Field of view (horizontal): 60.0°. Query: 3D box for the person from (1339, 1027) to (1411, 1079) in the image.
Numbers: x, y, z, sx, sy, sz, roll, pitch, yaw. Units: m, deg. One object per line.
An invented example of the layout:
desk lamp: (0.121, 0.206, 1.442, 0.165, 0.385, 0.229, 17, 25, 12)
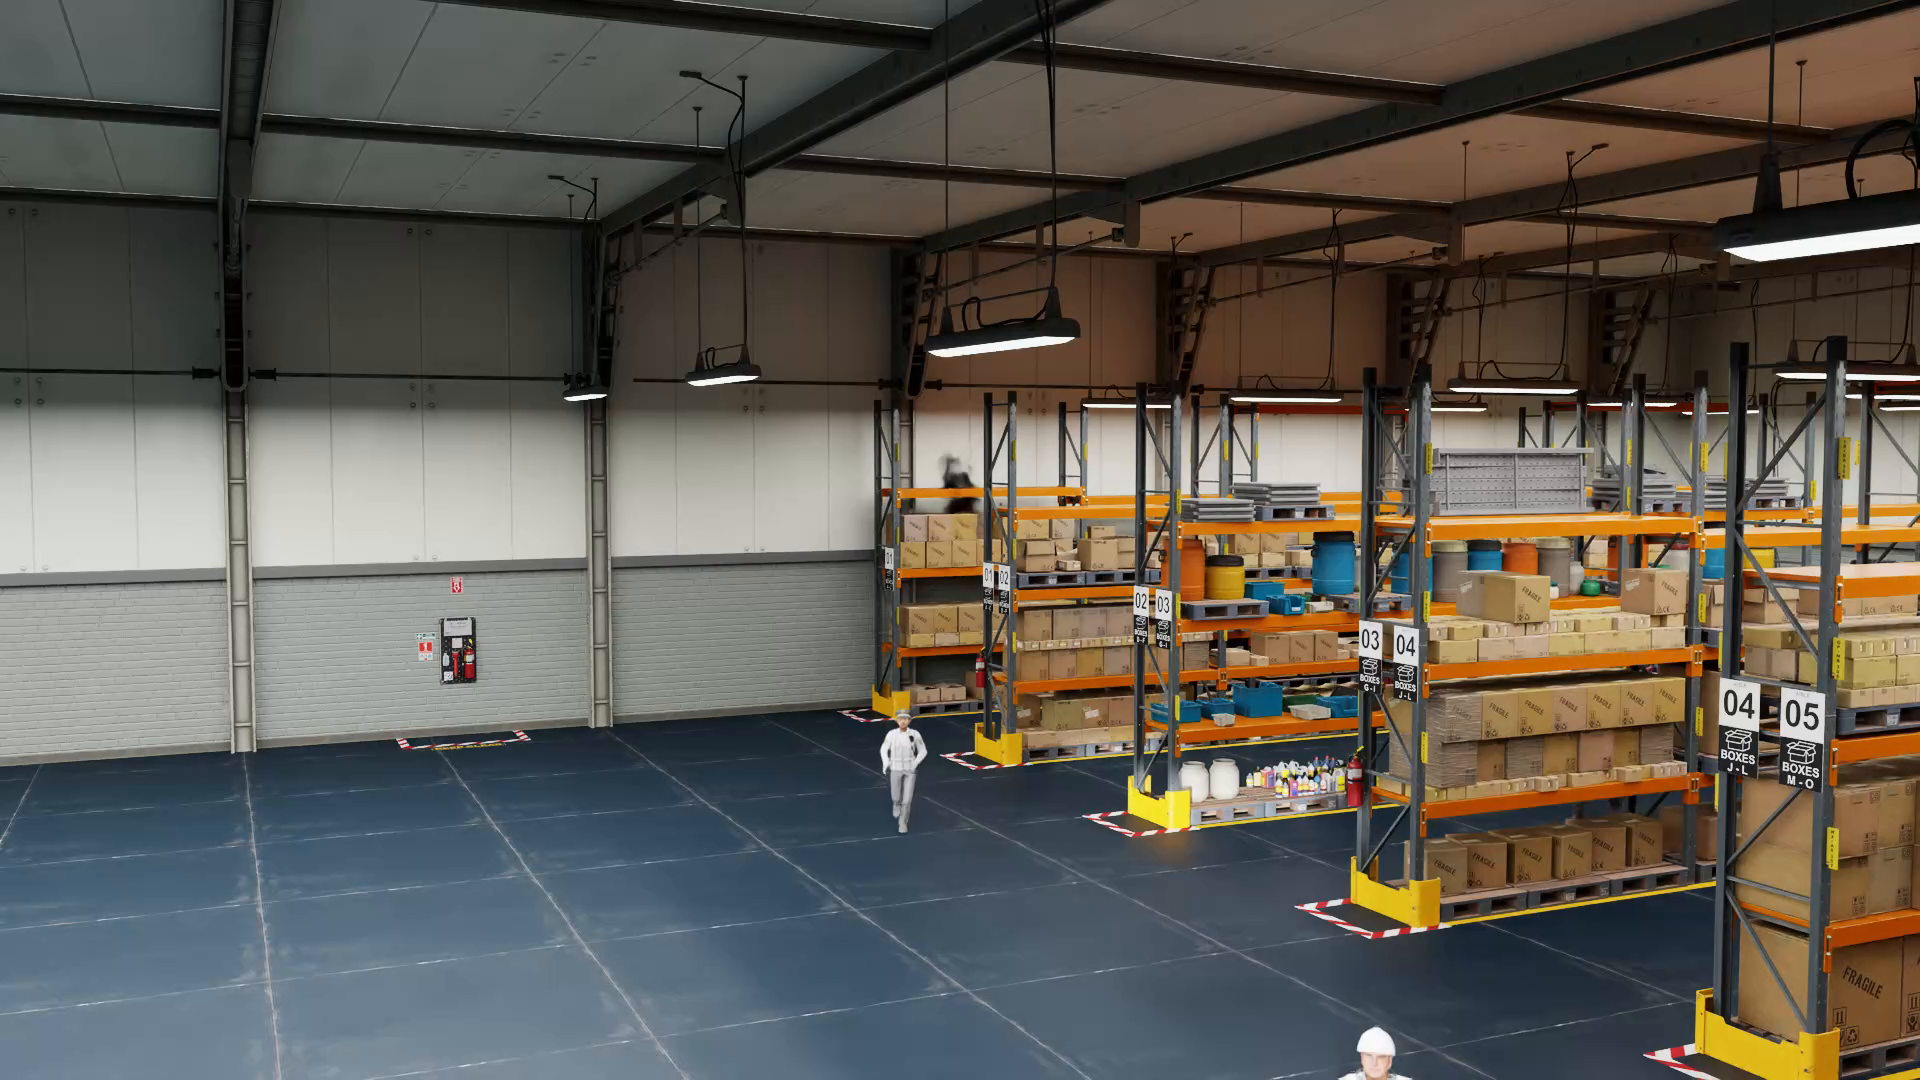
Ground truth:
person: (2.450, 3.722, 9.704, 0.689, 1.731, 0.586, 1, 4, 19)

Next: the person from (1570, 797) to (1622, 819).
person: (8.610, 3.002, 22.567, 0.935, 1.654, 0.572, -2, 4, -33)

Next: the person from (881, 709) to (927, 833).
person: (-0.749, 3.063, 22.158, 0.631, 1.634, 0.544, 0, 3, 0)
